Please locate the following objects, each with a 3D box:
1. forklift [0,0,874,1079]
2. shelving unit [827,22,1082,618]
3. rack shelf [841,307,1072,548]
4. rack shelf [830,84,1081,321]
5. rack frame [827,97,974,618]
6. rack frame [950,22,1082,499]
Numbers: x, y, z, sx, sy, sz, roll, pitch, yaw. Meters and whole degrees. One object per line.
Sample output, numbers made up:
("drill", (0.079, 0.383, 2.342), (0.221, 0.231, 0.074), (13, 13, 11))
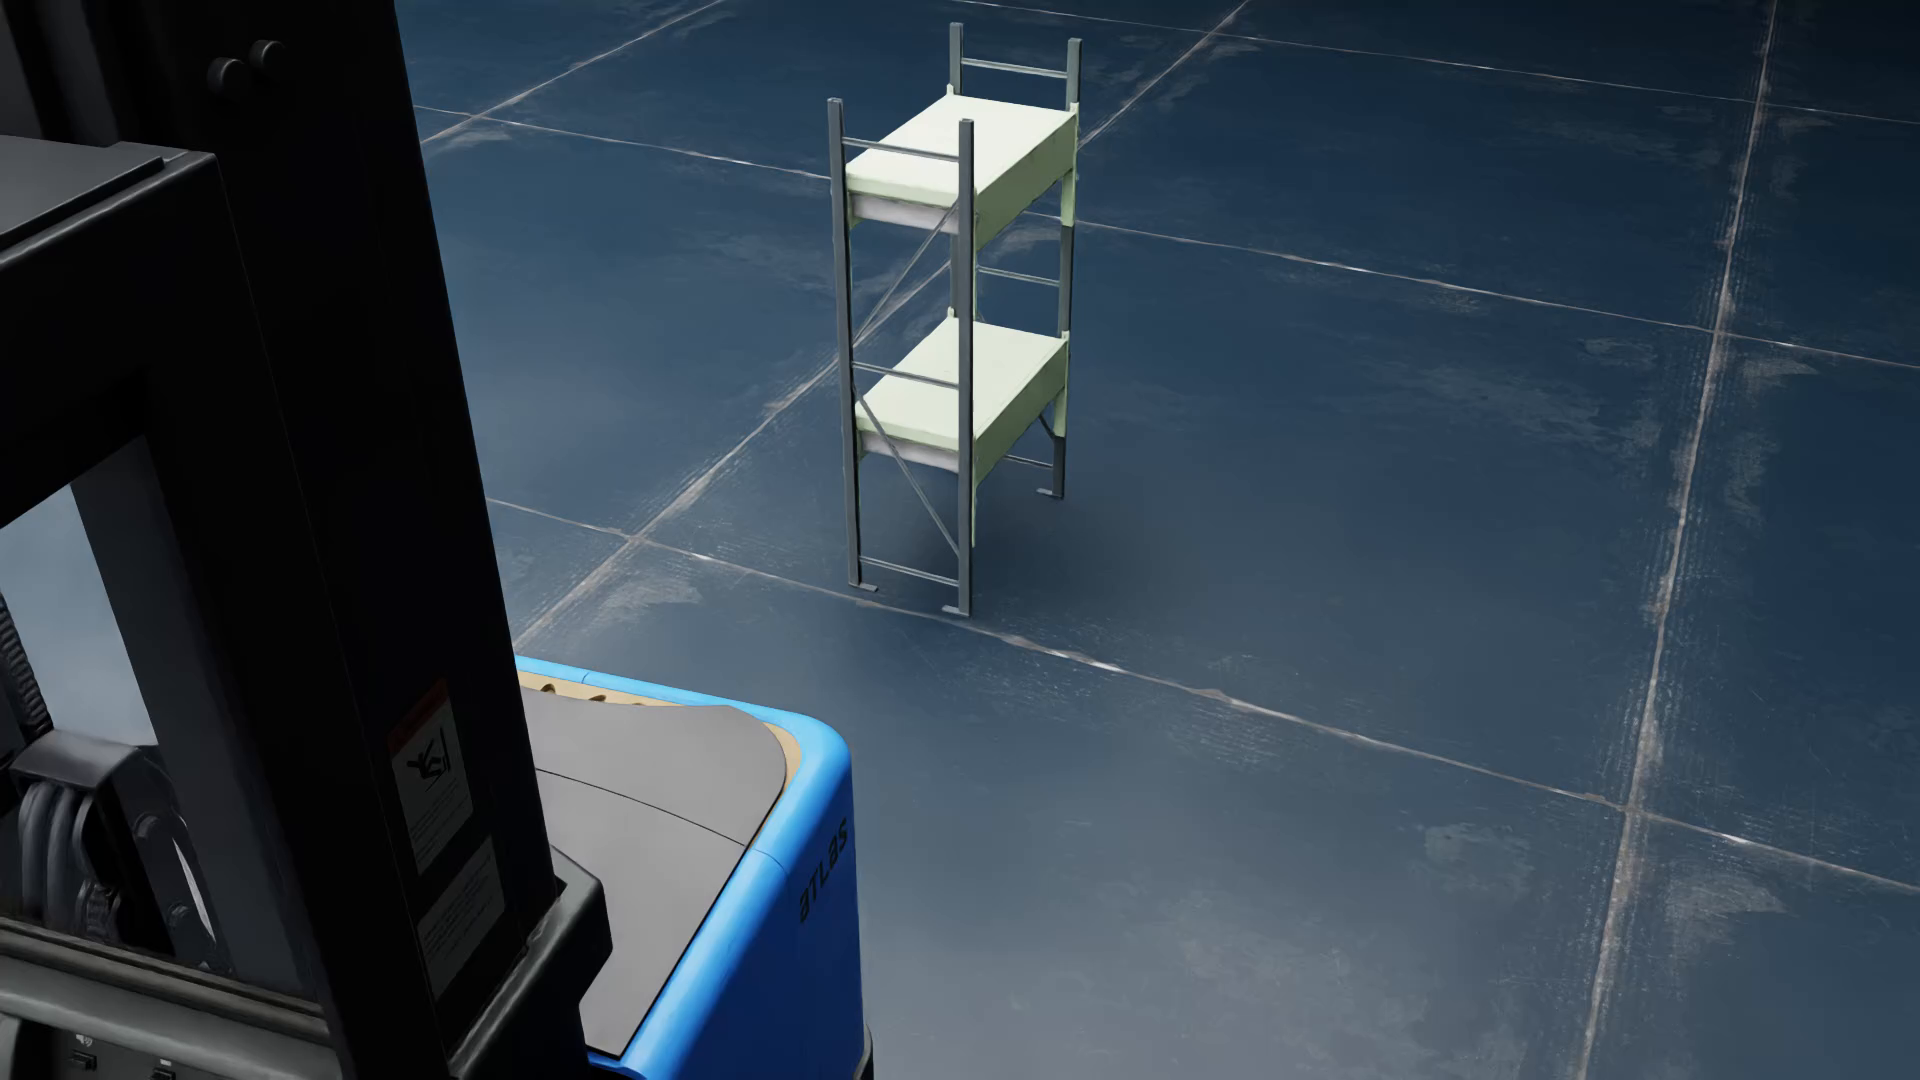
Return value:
("forklift", (-1.101, 0.671, 1.553), (1.130, 2.935, 3.031), (10, 35, 15))
("shelving unit", (0.003, -0.631, 4.844), (0.431, 1.500, 0.755), (14, 36, 20))
("rack shelf", (0.003, -0.358, 5.023), (0.431, 0.370, 0.720), (14, 36, 20))
("rack shelf", (0.003, -0.957, 4.630), (0.431, 0.370, 0.720), (14, 36, 20))
("rack frame", (-0.150, -0.448, 4.566), (0.400, 1.500, 0.023), (14, 36, 20))
("rack frame", (0.156, -0.813, 5.122), (0.400, 1.500, 0.023), (14, 36, 20))
